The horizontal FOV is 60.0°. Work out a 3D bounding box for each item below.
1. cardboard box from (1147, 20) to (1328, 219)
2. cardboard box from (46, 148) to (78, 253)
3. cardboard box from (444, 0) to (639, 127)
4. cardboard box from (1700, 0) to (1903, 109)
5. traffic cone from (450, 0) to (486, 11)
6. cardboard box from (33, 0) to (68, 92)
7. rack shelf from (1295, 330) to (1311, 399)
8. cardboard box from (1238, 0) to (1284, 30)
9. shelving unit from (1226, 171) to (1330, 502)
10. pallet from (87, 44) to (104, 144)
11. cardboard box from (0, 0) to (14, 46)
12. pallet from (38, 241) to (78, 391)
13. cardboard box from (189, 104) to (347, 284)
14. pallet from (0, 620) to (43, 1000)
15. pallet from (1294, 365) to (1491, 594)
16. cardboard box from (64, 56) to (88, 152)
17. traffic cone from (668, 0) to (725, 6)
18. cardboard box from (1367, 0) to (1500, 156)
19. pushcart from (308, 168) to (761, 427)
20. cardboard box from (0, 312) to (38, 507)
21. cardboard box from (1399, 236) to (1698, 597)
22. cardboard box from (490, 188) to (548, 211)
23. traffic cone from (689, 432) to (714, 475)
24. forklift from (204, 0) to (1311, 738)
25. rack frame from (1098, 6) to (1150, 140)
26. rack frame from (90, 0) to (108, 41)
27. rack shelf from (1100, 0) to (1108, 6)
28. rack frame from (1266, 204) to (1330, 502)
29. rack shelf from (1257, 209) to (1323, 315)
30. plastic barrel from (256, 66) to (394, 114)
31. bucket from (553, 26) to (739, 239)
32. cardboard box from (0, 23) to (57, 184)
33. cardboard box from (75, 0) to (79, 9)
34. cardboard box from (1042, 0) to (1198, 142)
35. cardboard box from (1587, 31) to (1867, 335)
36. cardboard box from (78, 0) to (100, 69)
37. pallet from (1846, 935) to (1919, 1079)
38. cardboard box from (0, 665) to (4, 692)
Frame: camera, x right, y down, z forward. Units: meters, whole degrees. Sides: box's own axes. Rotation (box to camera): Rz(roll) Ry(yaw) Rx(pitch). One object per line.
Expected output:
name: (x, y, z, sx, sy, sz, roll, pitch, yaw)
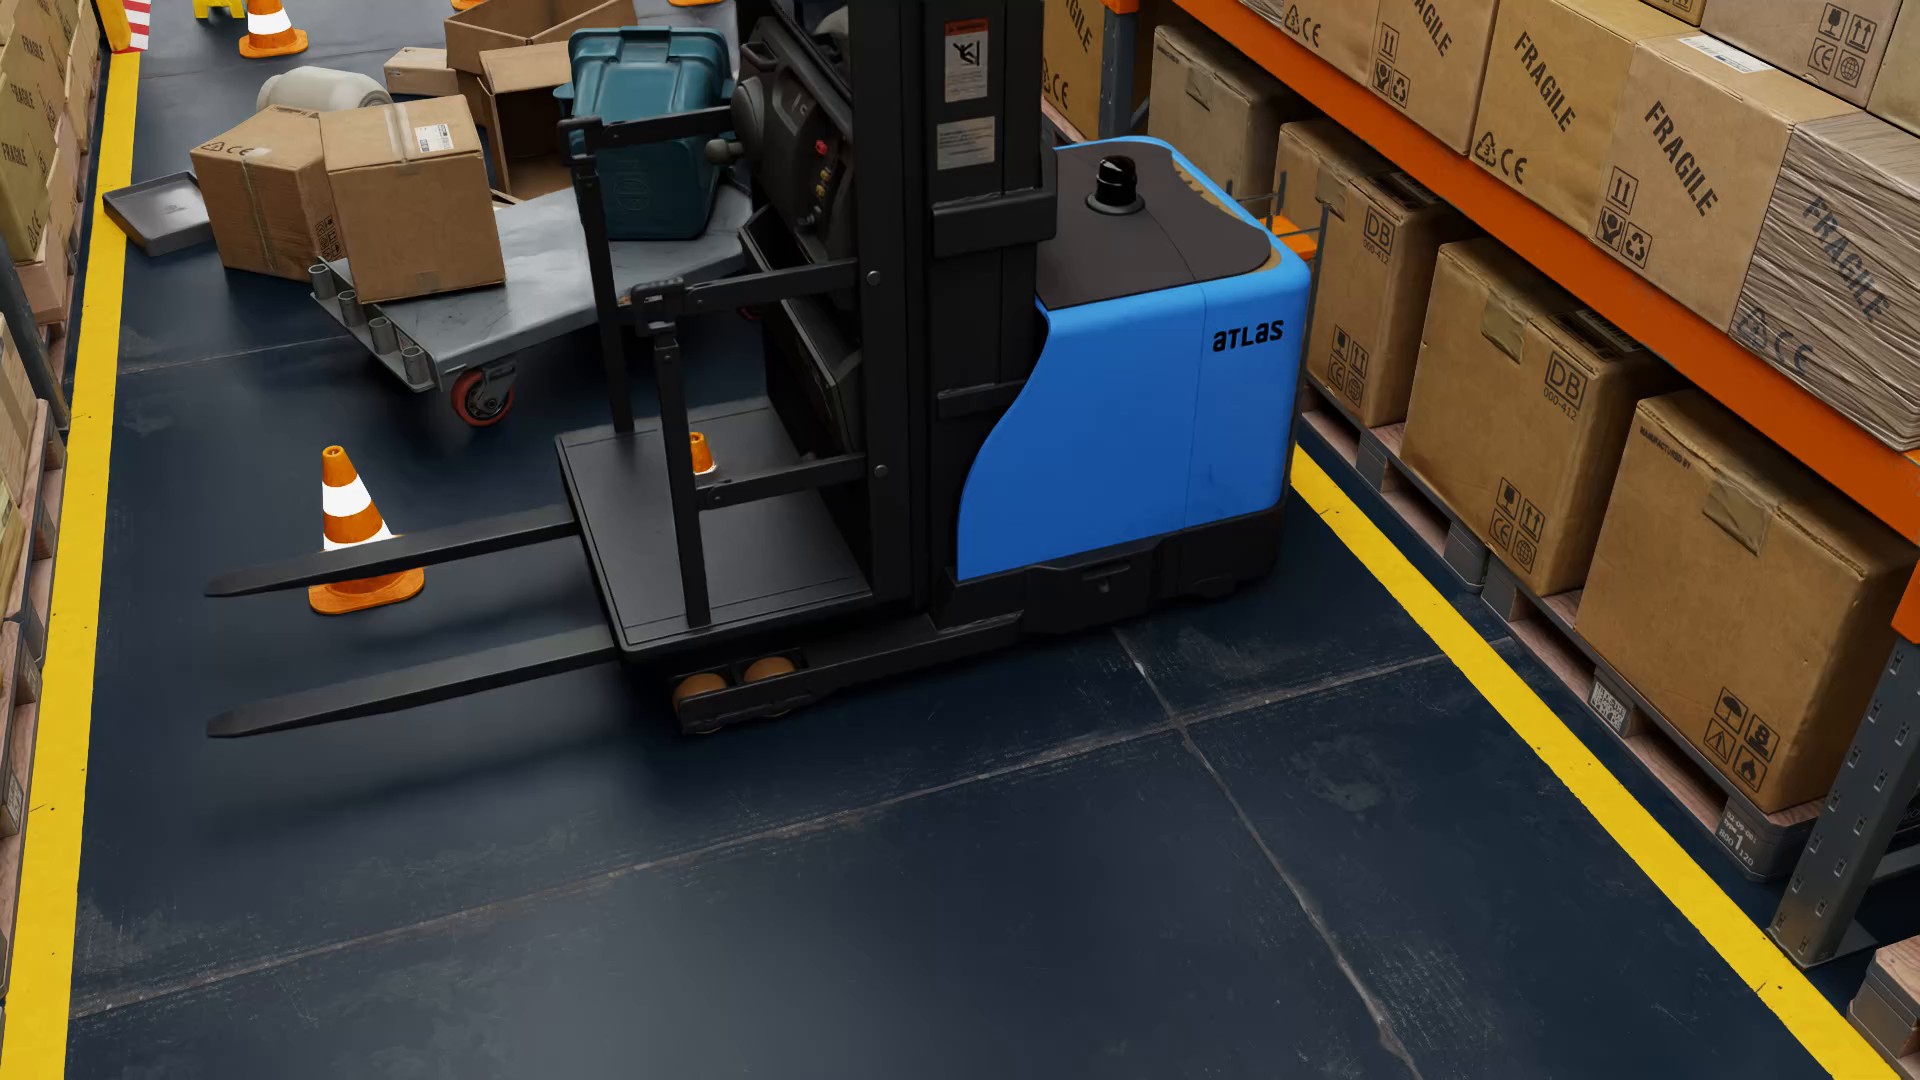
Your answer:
cardboard box: (1.346, -1.519, 6.294, 1.050, 0.750, 0.750, -13, 39, -16)
cardboard box: (-3.709, -1.258, 6.363, 0.500, 0.250, 0.500, -10, 38, -13)
cardboard box: (-1.960, -2.294, 7.878, 0.637, 0.503, 0.797, 19, 41, 23)
cardboard box: (2.104, -1.303, 3.572, 0.700, 0.500, 0.500, -13, 39, -17)
traffic cone: (-2.657, -3.192, 9.103, 0.336, 0.463, 0.334, -12, 39, -16)
cardboard box: (-4.071, -2.149, 6.923, 0.500, 0.500, 0.500, -13, 39, -17)
rack shelf: (0.926, -0.585, 5.172, 0.215, 0.259, 0.240, -13, 39, -16)
cardboard box: (1.151, -1.984, 5.308, 0.500, 0.500, 0.500, -12, 39, -16)
shelving unit: (0.926, -0.593, 5.165, 0.215, 1.050, 0.252, -13, 39, -16)
pallet: (-4.669, -2.137, 7.911, 1.003, 0.211, 1.213, -12, 39, -16)
cardboard box: (-3.680, -1.890, 6.040, 0.380, 0.149, 0.250, -11, 38, -14)
pallet: (-3.829, -0.758, 6.081, 1.003, 0.211, 1.213, -12, 39, -16)
cardboard box: (-2.656, -1.389, 6.677, 0.500, 0.500, 0.500, 12, 39, 16)
pallet: (-2.872, 0.744, 4.087, 1.003, 0.211, 1.213, -12, 39, -16)
pallet: (1.808, -0.357, 5.549, 1.003, 0.211, 1.213, -12, 39, -16)
cardboard box: (-4.055, -1.839, 7.135, 0.500, 0.250, 0.500, -14, 39, -18)
traffic cone: (-1.479, -3.234, 9.159, 0.336, 0.463, 0.334, -12, 39, -16)
cardboard box: (1.495, -1.414, 4.551, 0.500, 0.500, 0.500, -12, 39, -15)
pushcart: (-1.441, -0.953, 6.201, 1.648, 0.377, 0.936, -27, 45, -31)
cardboard box: (-3.382, -0.322, 5.020, 0.950, 0.372, 0.625, -12, 39, -15)
cardboard box: (1.995, -0.447, 4.871, 1.050, 0.750, 0.750, -12, 39, -15)
cardboard box: (-1.830, -1.312, 6.772, 0.396, 0.266, 0.258, 19, 41, 23)
traffic cone: (-0.785, -0.119, 5.024, 0.336, 0.463, 0.334, -12, 39, -16)
forklift: (-0.609, -1.001, 4.143, 3.031, 2.935, 1.130, -13, 39, -16)
rack frame: (1.048, -2.582, 6.184, 1.000, 3.000, 0.127, -12, 39, -16)
rack frame: (-4.941, -3.759, 7.748, 1.000, 3.000, 0.127, -12, 39, -16)
rack shelf: (0.360, -3.424, 7.901, 1.077, 0.370, 4.000, -12, 39, -16)
rack frame: (0.969, -0.525, 5.074, 0.200, 1.050, 0.008, -13, 39, -16)
rack shelf: (0.926, -0.812, 5.001, 0.215, 0.259, 0.240, -13, 39, -16)
plastic barrel: (-2.809, -1.877, 7.390, 0.512, 0.421, 0.421, 12, 39, 16)
bucket: (-1.164, -1.481, 6.180, 0.726, 0.611, 0.620, 0, 47, 0)
cardboard box: (-3.710, -1.558, 6.138, 0.500, 0.500, 0.500, -11, 38, -14)
cardboard box: (-4.421, -2.730, 7.694, 0.500, 0.500, 0.500, -12, 39, -16)
cardboard box: (0.897, -2.271, 7.188, 0.875, 0.875, 0.875, -12, 39, -15)
cardboard box: (1.847, -0.843, 3.793, 0.500, 0.500, 0.500, -12, 39, -16)
cardboard box: (-4.402, -2.414, 7.899, 0.500, 0.250, 0.500, -13, 39, -16)
pallet: (2.692, 1.233, 3.437, 1.003, 0.211, 1.213, -12, 39, -16)
cardboard box: (-2.891, 0.476, 3.960, 0.950, 0.372, 0.625, -11, 38, -14)
